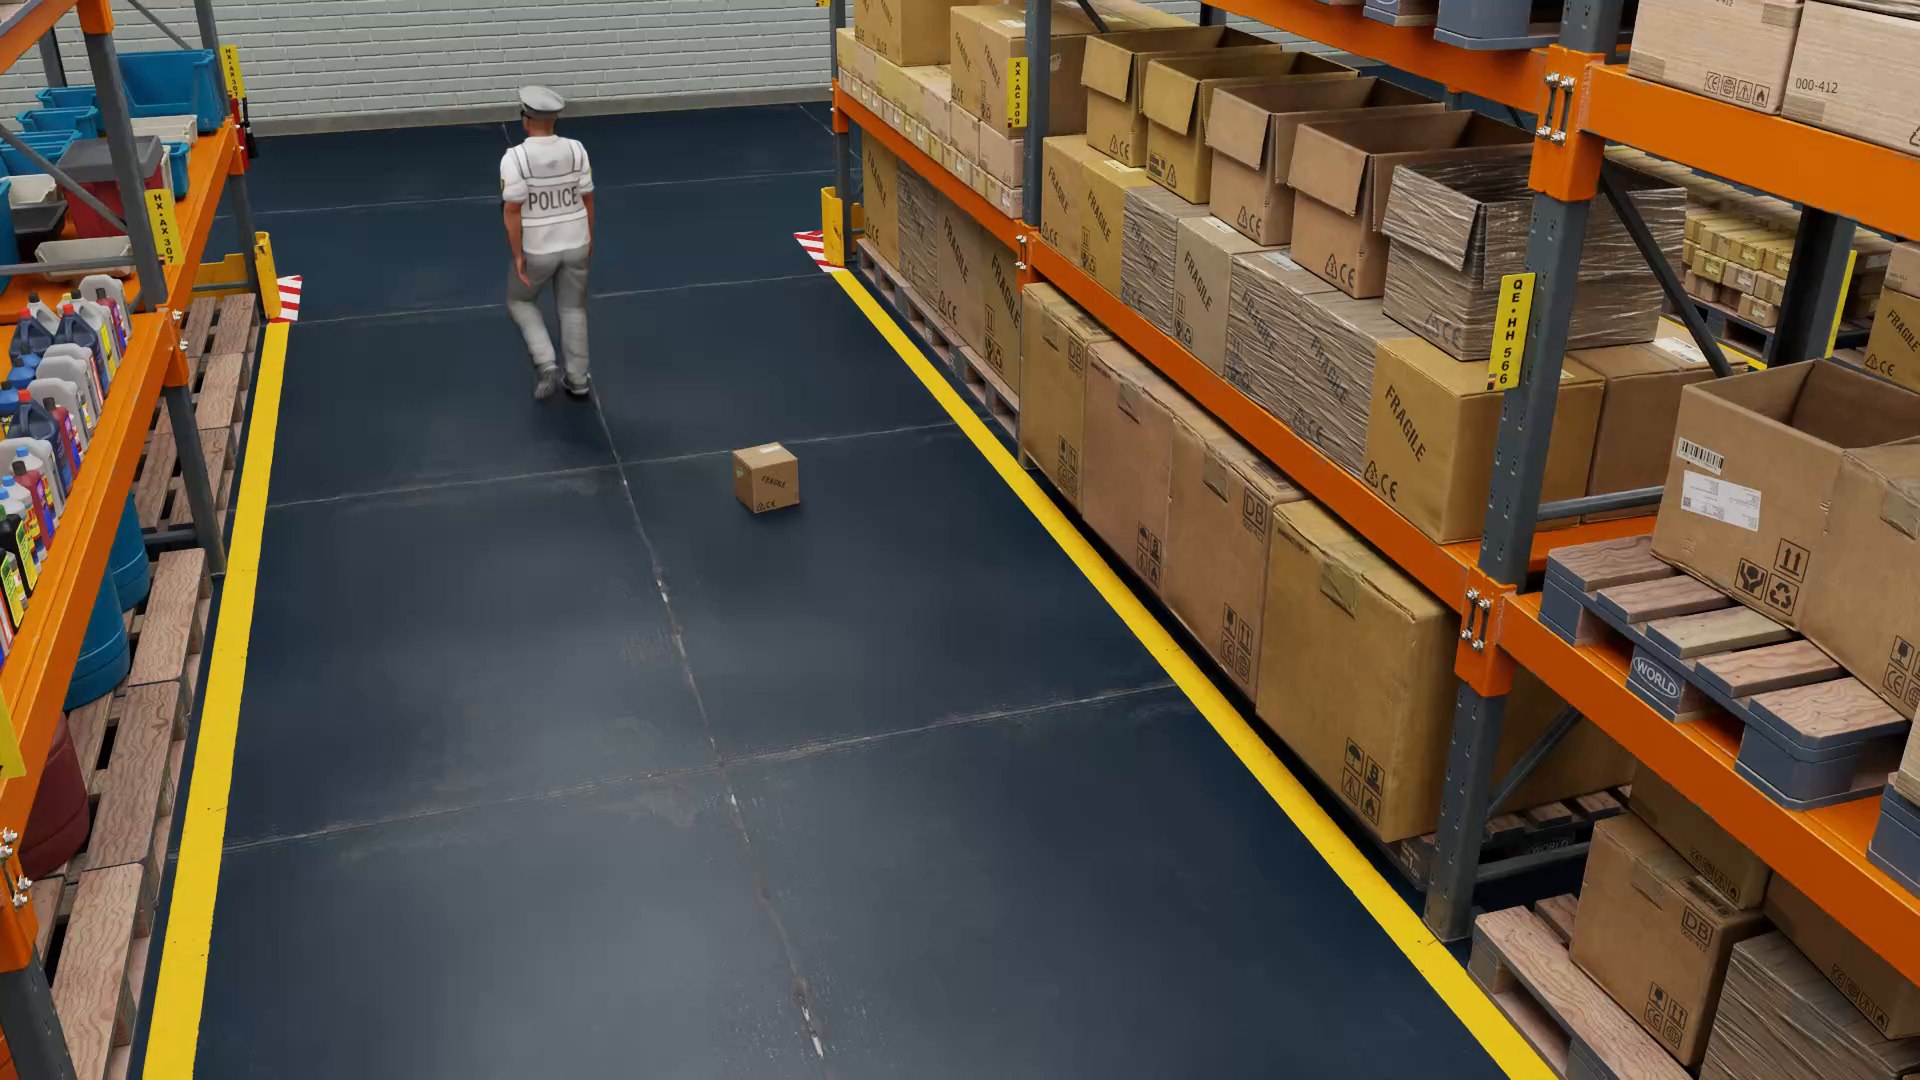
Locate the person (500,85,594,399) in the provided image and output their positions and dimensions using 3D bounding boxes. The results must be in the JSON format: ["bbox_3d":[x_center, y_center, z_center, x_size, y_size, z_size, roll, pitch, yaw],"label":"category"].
[{"bbox_3d":[-2.343,-1.673,9.474,0.546,1.799,0.465,-15,30,-28],"label":"person"}]
